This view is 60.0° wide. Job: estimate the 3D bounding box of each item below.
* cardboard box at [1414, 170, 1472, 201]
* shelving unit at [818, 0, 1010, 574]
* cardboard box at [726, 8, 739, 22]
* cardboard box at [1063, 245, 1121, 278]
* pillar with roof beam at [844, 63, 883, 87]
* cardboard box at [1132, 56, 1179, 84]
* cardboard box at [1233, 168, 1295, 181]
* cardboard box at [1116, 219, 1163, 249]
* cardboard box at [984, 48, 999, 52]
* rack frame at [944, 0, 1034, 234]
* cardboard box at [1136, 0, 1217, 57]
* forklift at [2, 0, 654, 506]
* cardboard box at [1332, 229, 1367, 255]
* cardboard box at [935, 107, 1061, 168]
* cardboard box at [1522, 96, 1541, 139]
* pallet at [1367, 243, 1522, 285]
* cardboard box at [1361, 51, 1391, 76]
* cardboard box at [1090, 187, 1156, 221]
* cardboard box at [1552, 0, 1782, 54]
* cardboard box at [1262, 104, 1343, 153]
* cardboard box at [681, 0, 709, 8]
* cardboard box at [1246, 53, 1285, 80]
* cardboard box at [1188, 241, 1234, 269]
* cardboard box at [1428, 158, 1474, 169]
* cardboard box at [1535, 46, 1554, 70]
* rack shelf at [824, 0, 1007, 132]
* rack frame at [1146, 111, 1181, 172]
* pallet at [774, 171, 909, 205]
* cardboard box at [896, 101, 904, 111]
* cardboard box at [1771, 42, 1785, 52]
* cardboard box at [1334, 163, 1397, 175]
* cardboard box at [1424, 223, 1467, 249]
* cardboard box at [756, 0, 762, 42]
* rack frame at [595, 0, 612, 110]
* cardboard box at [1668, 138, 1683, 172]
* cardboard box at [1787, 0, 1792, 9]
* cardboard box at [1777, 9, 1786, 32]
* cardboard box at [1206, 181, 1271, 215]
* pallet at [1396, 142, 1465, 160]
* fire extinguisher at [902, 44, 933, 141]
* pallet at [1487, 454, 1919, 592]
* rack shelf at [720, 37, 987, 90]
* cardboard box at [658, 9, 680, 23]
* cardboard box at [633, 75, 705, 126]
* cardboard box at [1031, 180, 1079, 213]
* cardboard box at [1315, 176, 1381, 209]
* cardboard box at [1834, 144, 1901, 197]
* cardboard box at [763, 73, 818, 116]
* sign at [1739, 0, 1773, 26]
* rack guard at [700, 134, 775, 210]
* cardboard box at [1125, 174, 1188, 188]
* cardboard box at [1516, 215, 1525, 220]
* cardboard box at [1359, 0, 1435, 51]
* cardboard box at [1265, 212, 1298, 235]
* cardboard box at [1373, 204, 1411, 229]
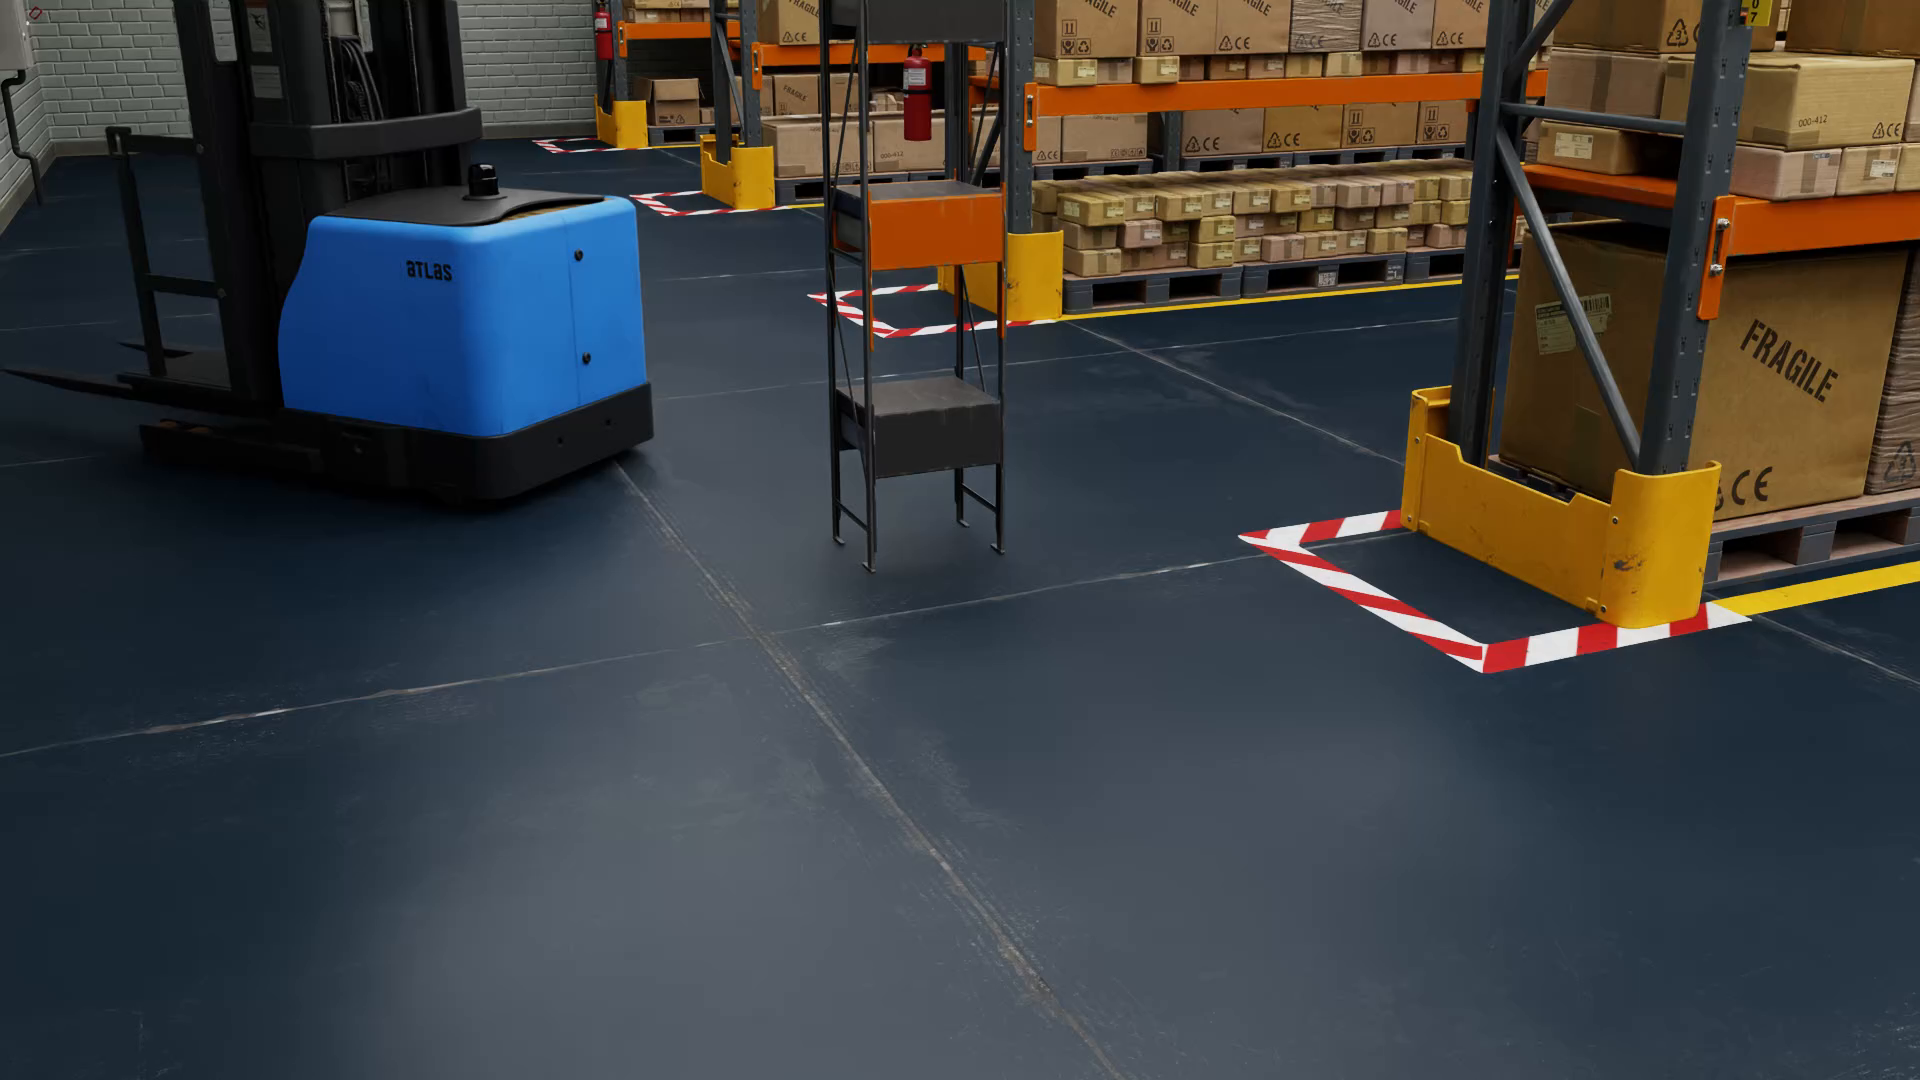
[{"bbox_3d":[3.162,-2.311,10.834,0.250,0.149,0.380,-8,21,-22],"label":"cardboard box"},{"bbox_3d":[-0.152,-0.969,5.611,0.503,2.100,0.431,-8,21,-22],"label":"shelving unit"},{"bbox_3d":[-2.514,-5.852,18.504,0.250,0.149,0.380,-8,21,-21],"label":"cardboard box"},{"bbox_3d":[0.766,-1.682,9.944,0.250,0.149,0.380,-8,21,-21],"label":"cardboard box"},{"bbox_3d":[0.516,-8.093,15.459,0.400,9.000,9.100,-8,21,-22],"label":"pillar with roof beam"},{"bbox_3d":[1.071,-2.747,9.686,0.250,0.149,0.380,-9,21,-23],"label":"cardboard box"},{"bbox_3d":[1.987,-2.338,10.910,0.250,0.149,0.380,-8,21,-22],"label":"cardboard box"},{"bbox_3d":[1.014,-1.861,10.003,0.250,0.149,0.380,-8,21,-22],"label":"cardboard box"},{"bbox_3d":[0.468,-3.183,9.946,0.500,0.500,0.500,-8,21,-21],"label":"cardboard box"},{"bbox_3d":[0.158,-2.858,9.622,0.127,3.000,1.000,-8,21,-22],"label":"rack frame"},{"bbox_3d":[1.161,-3.098,9.706,0.500,0.500,0.500,-8,21,-22],"label":"cardboard box"},{"bbox_3d":[-2.853,-1.831,6.808,3.031,2.935,1.130,9,21,24],"label":"forklift"},{"bbox_3d":[2.389,-1.932,10.652,0.250,0.149,0.380,-8,21,-21],"label":"cardboard box"},{"bbox_3d":[0.336,-3.702,15.245,0.875,0.438,0.875,-9,21,-24],"label":"cardboard box"},{"bbox_3d":[5.973,-4.436,17.429,0.625,0.372,0.950,-10,22,-26],"label":"cardboard box"},{"bbox_3d":[3.228,-1.969,11.298,1.213,0.211,1.003,-8,21,-22],"label":"pallet"},{"bbox_3d":[2.460,-2.984,10.358,0.250,0.149,0.380,-8,21,-23],"label":"cardboard box"},{"bbox_3d":[0.979,-2.030,10.035,0.250,0.149,0.380,-8,21,-21],"label":"cardboard box"},{"bbox_3d":[2.373,-1.899,5.549,0.500,0.500,0.500,-8,21,-21],"label":"cardboard box"},{"bbox_3d":[3.141,-4.303,16.294,0.875,0.875,0.875,-8,21,-20],"label":"cardboard box"},{"bbox_3d":[-2.879,-5.981,18.269,0.500,0.250,0.500,-8,21,-21],"label":"cardboard box"},{"bbox_3d":[1.751,-2.875,10.049,0.250,0.149,0.380,-9,21,-23],"label":"cardboard box"},{"bbox_3d":[1.477,-1.777,10.212,0.250,0.149,0.380,-8,21,-21],"label":"cardboard box"},{"bbox_3d":[3.432,-2.536,11.472,0.250,0.149,0.380,-7,21,-20],"label":"cardboard box"},{"bbox_3d":[3.661,-3.156,10.848,0.250,0.149,0.380,-8,21,-23],"label":"cardboard box"},{"bbox_3d":[-0.152,-1.616,5.384,0.480,0.518,0.431,-8,21,-22],"label":"rack shelf"},{"bbox_3d":[1.777,-4.880,15.365,0.127,3.000,1.000,-8,21,-22],"label":"rack frame"},{"bbox_3d":[-1.193,-3.168,14.701,1.213,0.211,1.003,-8,21,-22],"label":"pallet"},{"bbox_3d":[-0.588,-5.084,19.604,0.250,0.149,0.380,-9,21,-24],"label":"cardboard box"},{"bbox_3d":[2.835,-1.613,5.863,0.500,0.250,0.500,-9,21,-23],"label":"cardboard box"},{"bbox_3d":[2.713,-2.428,11.166,0.250,0.149,0.380,-9,21,-23],"label":"cardboard box"},{"bbox_3d":[3.117,-2.019,10.899,0.250,0.149,0.380,-9,21,-24],"label":"cardboard box"},{"bbox_3d":[-1.558,-4.545,14.264,0.500,0.500,0.500,-8,21,-22],"label":"cardboard box"},{"bbox_3d":[-3.864,-5.866,18.166,0.053,2.616,0.949,-8,21,-22],"label":"rack frame"},{"bbox_3d":[2.464,-1.395,5.847,0.250,0.149,0.380,-8,21,-21],"label":"cardboard box"},{"bbox_3d":[5.577,-3.689,11.282,0.250,0.149,0.380,-9,21,-23],"label":"cardboard box"},{"bbox_3d":[5.322,-3.511,11.224,0.250,0.149,0.380,-9,21,-24],"label":"cardboard box"},{"bbox_3d":[1.714,-2.115,10.278,0.250,0.149,0.380,-7,21,-20],"label":"cardboard box"},{"bbox_3d":[4.696,-4.010,17.094,1.213,0.211,1.003,-8,21,-22],"label":"pallet"},{"bbox_3d":[-0.256,-2.753,10.002,0.183,0.674,0.296,-8,21,-22],"label":"fire extinguisher"},{"bbox_3d":[2.733,-0.146,6.118,1.213,0.211,1.003,-8,21,-22],"label":"pallet"},{"bbox_3d":[-0.059,-4.278,14.738,4.000,0.370,1.077,-8,21,-22],"label":"rack shelf"},{"bbox_3d":[-3.240,-5.756,18.231,0.250,0.149,0.380,-8,21,-21],"label":"cardboard box"},{"bbox_3d":[-3.266,-4.939,18.660,0.637,0.503,0.797,-9,21,-24],"label":"cardboard box"},{"bbox_3d":[0.543,-2.139,10.344,0.250,0.149,0.380,-8,21,-21],"label":"cardboard box"},{"bbox_3d":[2.438,-2.198,10.512,0.250,0.149,0.380,-9,21,-24],"label":"cardboard box"},{"bbox_3d":[2.721,-1.194,5.274,0.250,0.149,0.380,-8,21,-23],"label":"cardboard box"},{"bbox_3d":[-1.941,-5.077,19.057,0.500,0.500,0.500,-8,21,-21],"label":"cardboard box"},{"bbox_3d":[2.244,-1.607,4.648,0.005,0.325,0.100,-8,21,-22],"label":"sign"},{"bbox_3d":[-1.918,-3.172,14.277,0.348,0.500,1.175,-8,21,-22],"label":"rack guard"},{"bbox_3d":[1.247,-2.242,10.637,0.250,0.149,0.380,-9,21,-24],"label":"cardboard box"},{"bbox_3d":[3.667,-2.239,11.077,0.250,0.149,0.380,-8,21,-21],"label":"cardboard box"},{"bbox_3d":[2.564,-3.289,10.247,0.500,0.500,0.500,-8,21,-22],"label":"cardboard box"},{"bbox_3d":[1.921,-2.033,10.491,0.250,0.149,0.380,-7,21,-19],"label":"cardboard box"},{"bbox_3d":[2.689,-2.117,10.729,0.250,0.149,0.380,-8,21,-21],"label":"cardboard box"}]
